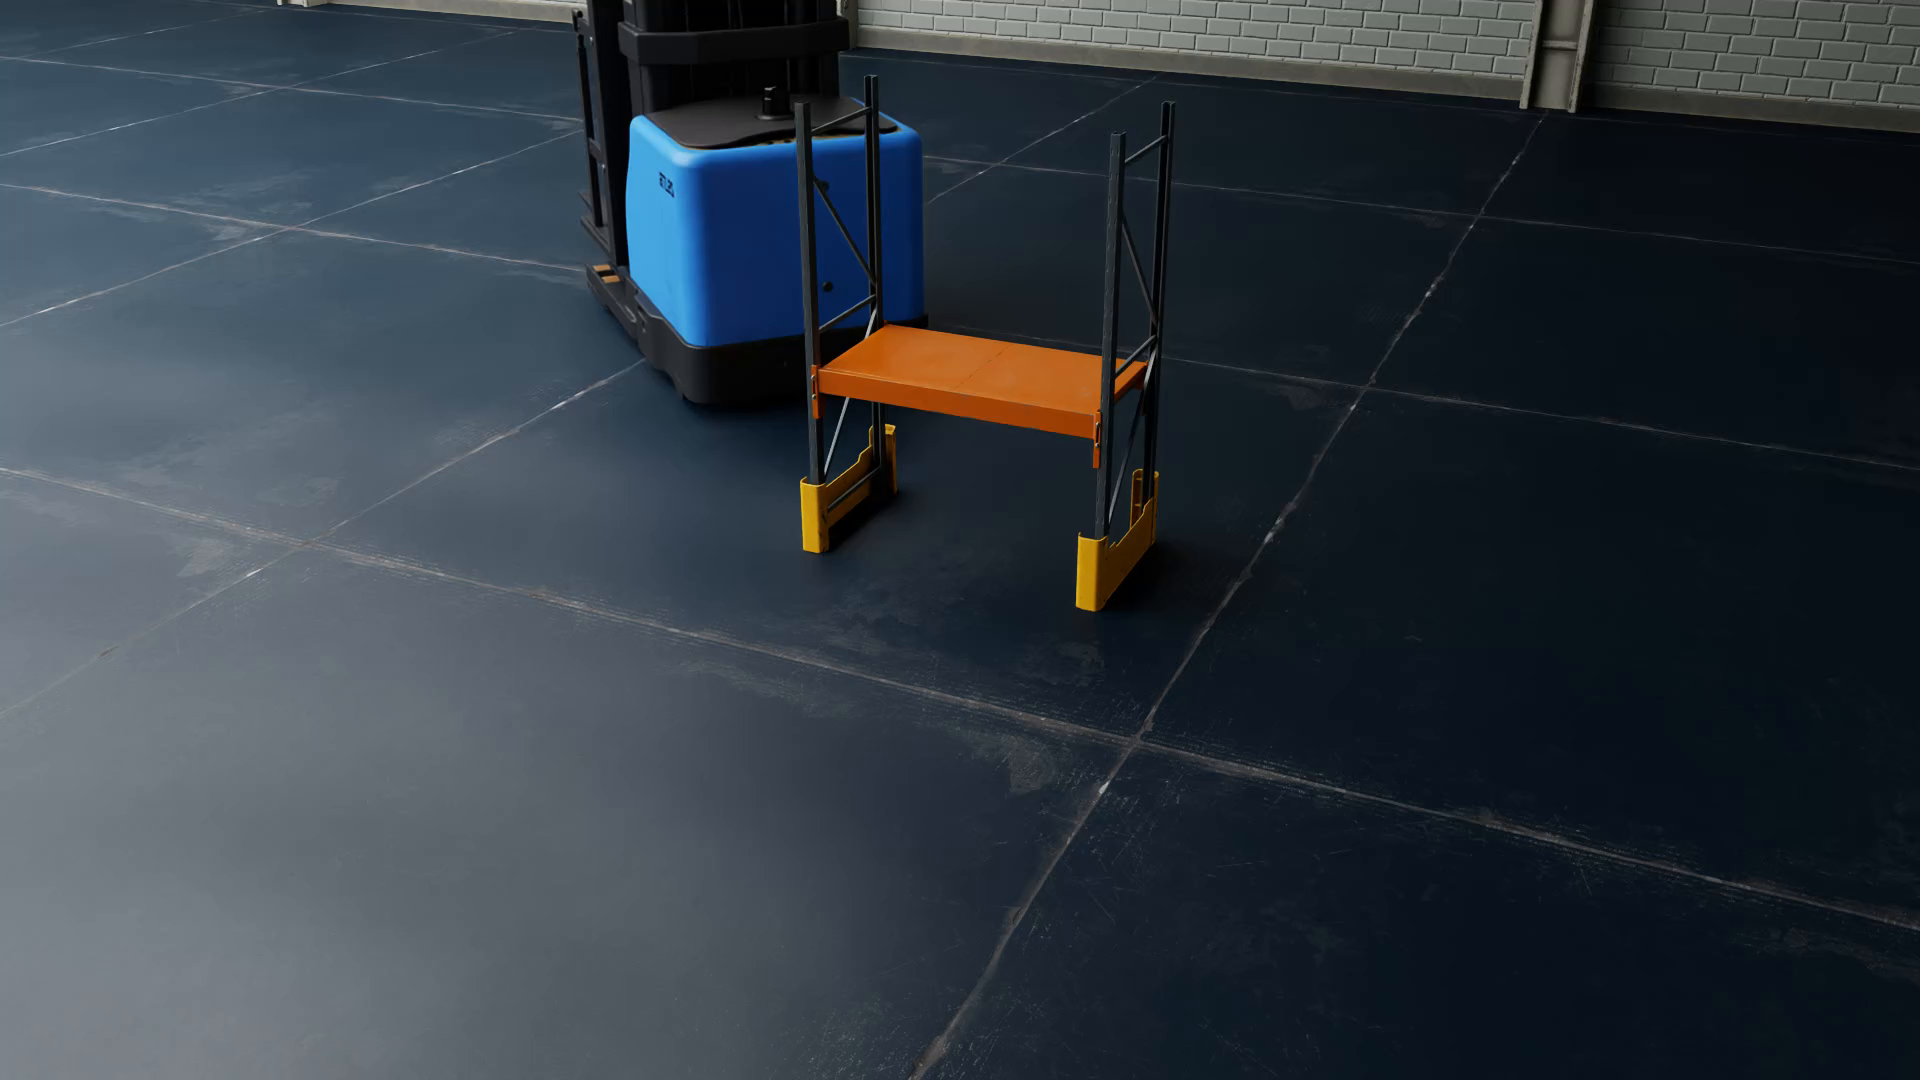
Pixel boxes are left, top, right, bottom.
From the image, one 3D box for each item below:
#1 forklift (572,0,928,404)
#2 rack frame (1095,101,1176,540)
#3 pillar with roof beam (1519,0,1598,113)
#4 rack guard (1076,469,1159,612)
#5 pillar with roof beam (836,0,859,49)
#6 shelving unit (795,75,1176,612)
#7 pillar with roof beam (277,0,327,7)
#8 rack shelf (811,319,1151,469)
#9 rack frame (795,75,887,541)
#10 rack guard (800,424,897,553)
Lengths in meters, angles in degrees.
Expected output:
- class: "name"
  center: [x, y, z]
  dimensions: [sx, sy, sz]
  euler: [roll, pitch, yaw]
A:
- class: "forklift"
  center: [-1.184, -2.487, 7.483]
  dimensions: [1.130, 2.935, 3.031]
  euler: [-11, 28, -21]
- class: "rack frame"
  center: [0.540, -0.564, 5.198]
  dimensions: [0.032, 1.500, 0.500]
  euler: [11, 28, 22]
- class: "pillar with roof beam"
  center: [2.557, -5.495, 6.722]
  dimensions: [0.400, 9.000, 9.100]
  euler: [11, 28, 22]
- class: "rack guard"
  center: [0.523, -0.007, 5.482]
  dimensions: [0.087, 0.250, 0.587]
  euler: [11, 28, 22]
- class: "pillar with roof beam"
  center: [-2.904, -6.592, 8.951]
  dimensions: [0.400, 9.000, 9.100]
  euler: [11, 28, 22]
- class: "shelving unit"
  center: [0.069, -0.659, 5.390]
  dimensions: [1.083, 1.500, 0.587]
  euler: [11, 28, 22]
- class: "pillar with roof beam"
  center: [-8.366, -7.689, 11.179]
  dimensions: [0.400, 9.000, 9.100]
  euler: [11, 28, 22]
- class: "rack shelf"
  center: [0.078, -0.496, 5.466]
  dimensions: [1.000, 0.185, 0.538]
  euler: [11, 28, 22]
- class: "rack frame"
  center: [-0.385, -0.750, 5.576]
  dimensions: [0.032, 1.500, 0.500]
  euler: [11, 28, 22]
- class: "rack guard"
  center: [-0.384, -0.189, 5.851]
  dimensions: [0.087, 0.250, 0.587]
  euler: [11, 28, 22]
